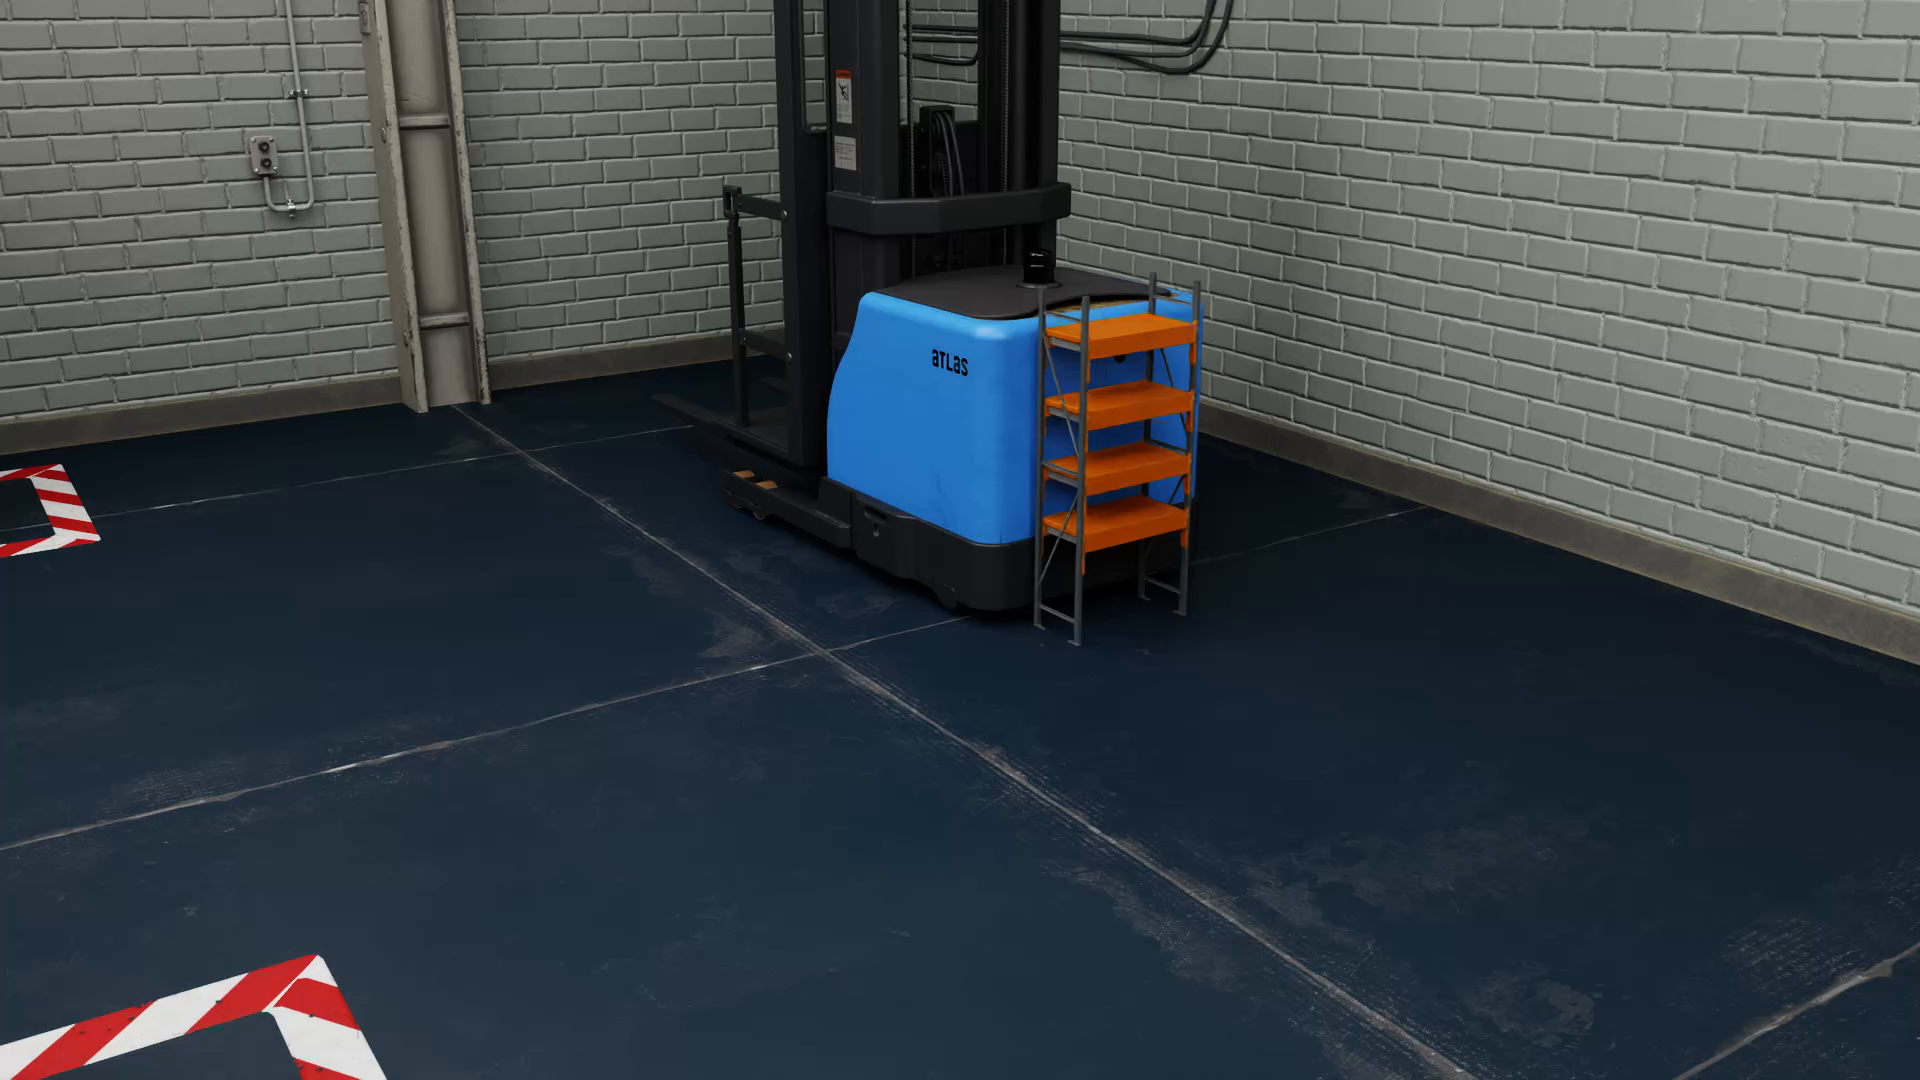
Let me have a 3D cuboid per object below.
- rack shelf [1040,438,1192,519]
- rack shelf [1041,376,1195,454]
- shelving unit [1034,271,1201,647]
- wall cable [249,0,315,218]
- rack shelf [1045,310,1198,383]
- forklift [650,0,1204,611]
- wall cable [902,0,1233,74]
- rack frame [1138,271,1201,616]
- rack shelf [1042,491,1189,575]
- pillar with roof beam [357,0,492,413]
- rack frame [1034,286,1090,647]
[{"bbox_3d":[0.533,-0.218,5.726,0.480,0.148,0.258,-13,23,-34],"label":"rack shelf"},{"bbox_3d":[0.533,-0.430,5.654,0.480,0.148,0.258,-13,23,-34],"label":"rack shelf"},{"bbox_3d":[0.533,-0.282,5.704,0.503,1.200,0.258,-13,23,-34],"label":"shelving unit"},{"bbox_3d":[-3.990,-2.416,7.621,1.851,1.984,0.084,-12,22,-31],"label":"wall cable"},{"bbox_3d":[0.533,-0.654,5.579,0.480,0.148,0.258,-13,23,-34],"label":"rack shelf"},{"bbox_3d":[-0.364,-1.552,6.758,1.130,2.935,3.031,-13,23,-33],"label":"forklift"},{"bbox_3d":[0.381,-3.728,8.568,0.112,2.526,3.097,-12,22,-31],"label":"wall cable"},{"bbox_3d":[0.731,-0.328,5.840,0.015,1.200,0.240,-13,23,-34],"label":"rack frame"},{"bbox_3d":[0.533,-0.030,5.789,0.480,0.148,0.258,-13,23,-34],"label":"rack shelf"},{"bbox_3d":[-0.392,-3.853,4.092,0.400,9.000,9.100,-12,22,-31],"label":"pillar with roof beam"},{"bbox_3d":[0.336,-0.236,5.568,0.015,1.200,0.240,-13,23,-34],"label":"rack frame"}]
